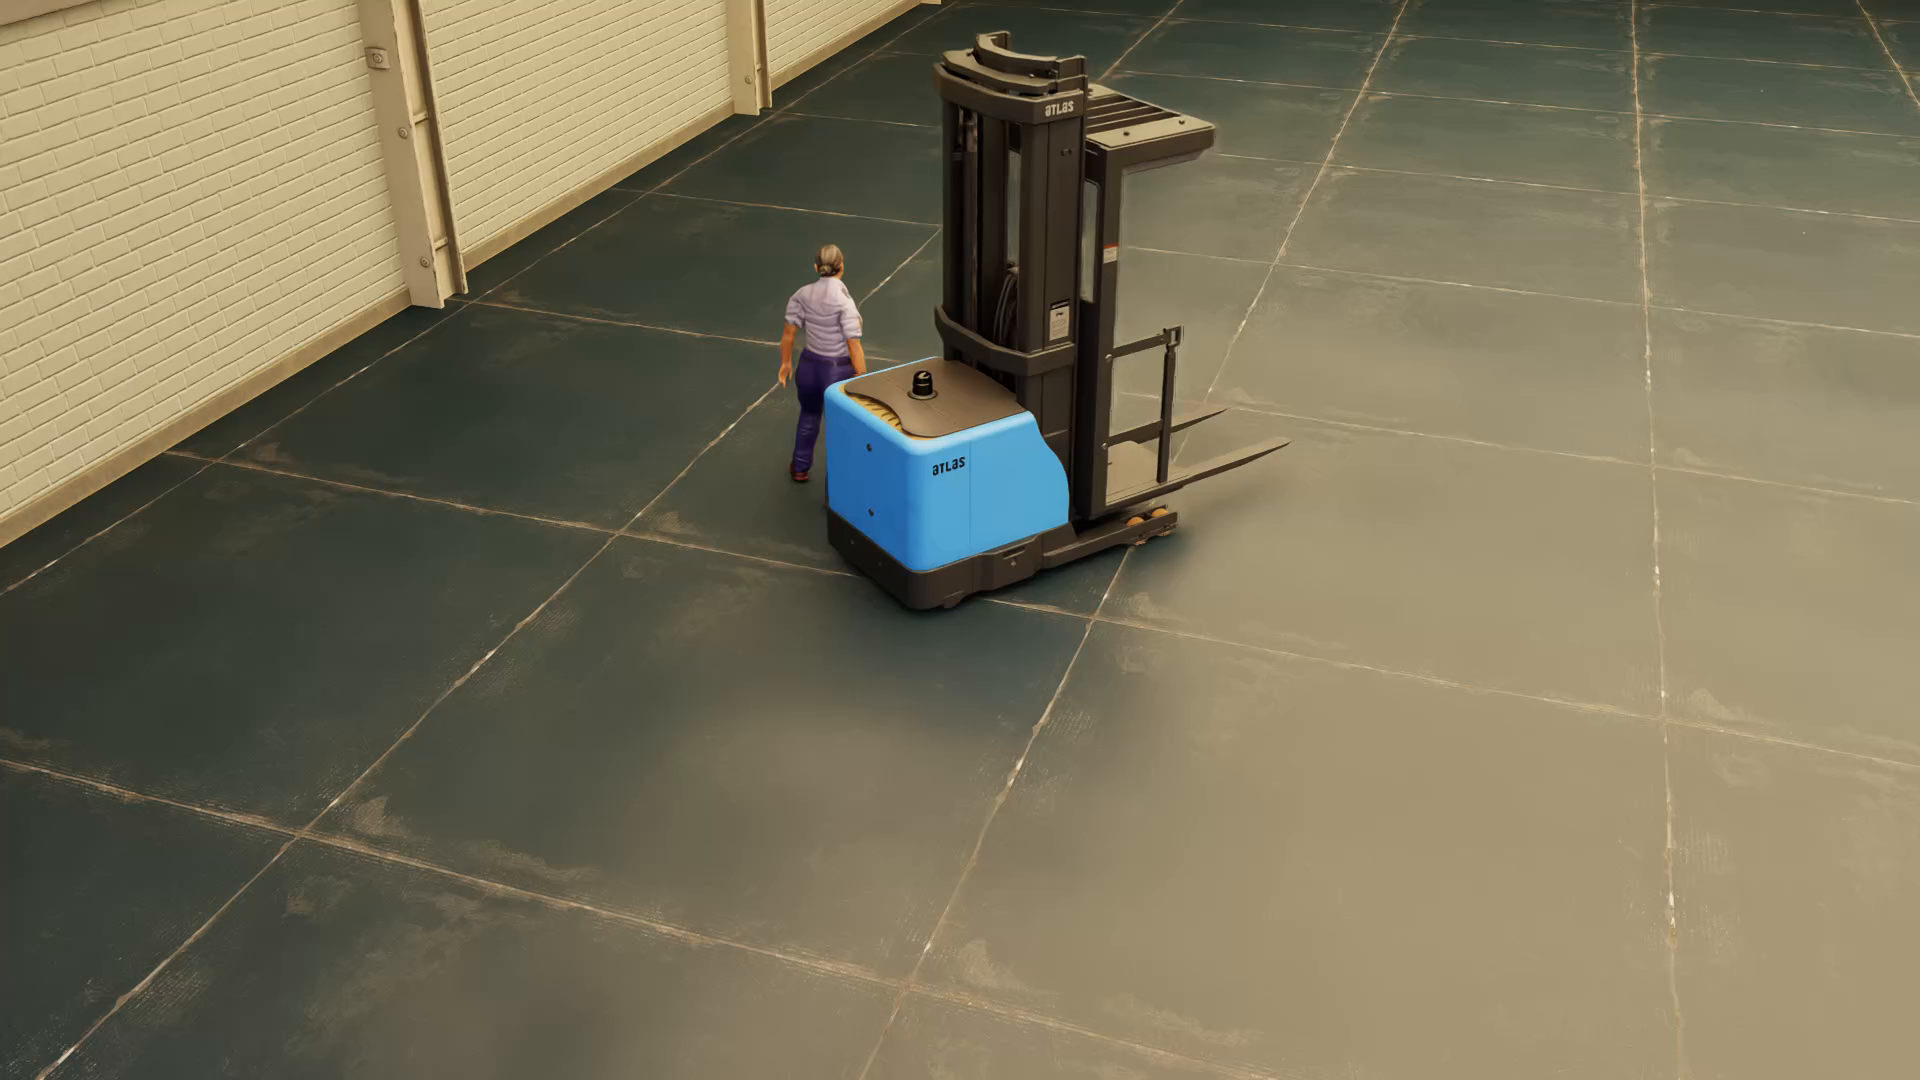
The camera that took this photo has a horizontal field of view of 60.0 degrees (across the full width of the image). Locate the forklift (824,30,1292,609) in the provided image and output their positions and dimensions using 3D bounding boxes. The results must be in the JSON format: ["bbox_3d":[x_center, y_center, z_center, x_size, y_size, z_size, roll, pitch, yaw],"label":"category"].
[{"bbox_3d":[0.714,-1.439,9.661,3.031,2.935,1.130,-19,35,-29],"label":"forklift"}]

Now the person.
[{"bbox_3d":[-0.839,-1.025,10.274,0.811,1.623,0.379,19,35,30],"label":"person"}]
